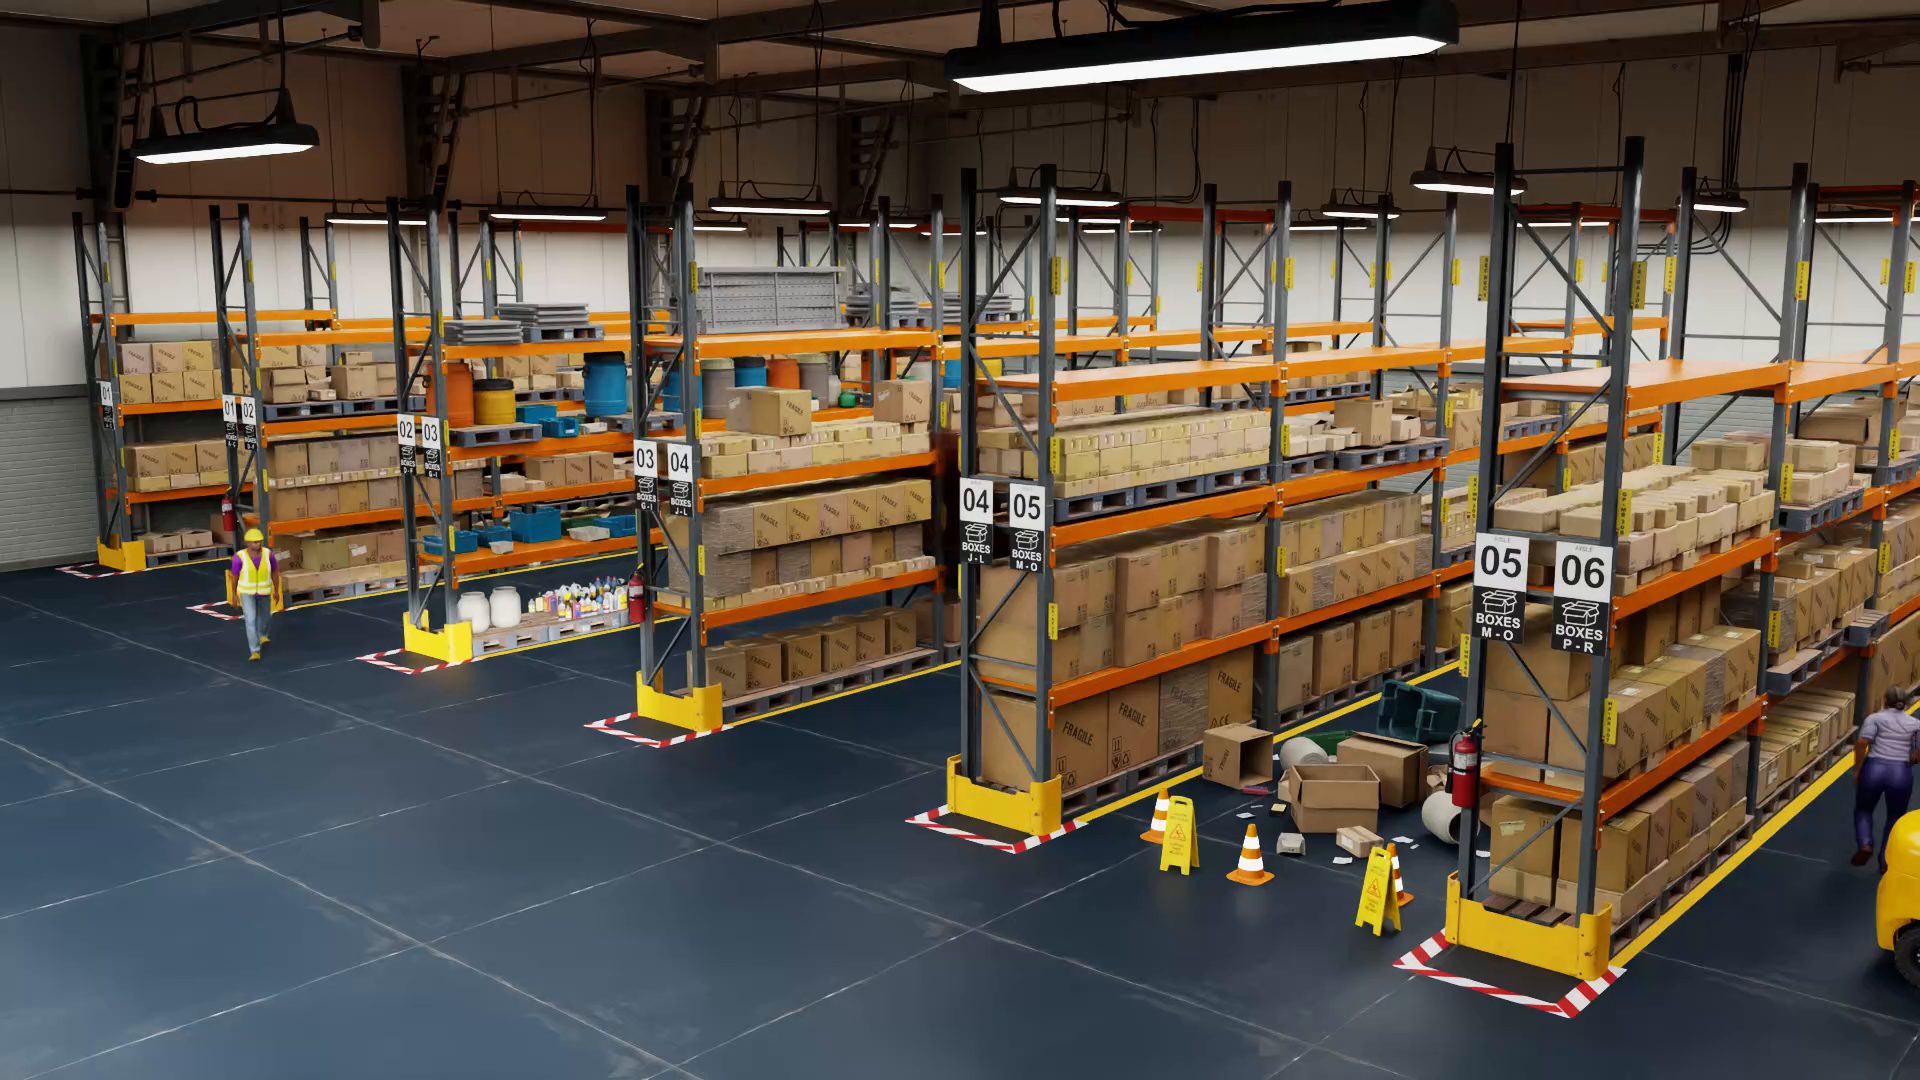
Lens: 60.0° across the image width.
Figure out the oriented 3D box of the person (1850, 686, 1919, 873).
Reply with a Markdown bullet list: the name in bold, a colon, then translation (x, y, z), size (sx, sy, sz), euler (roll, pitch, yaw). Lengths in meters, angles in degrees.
- **person**: translation (7.948, 2.064, 14.249), size (0.523, 1.558, 0.704), euler (6, 11, 31)

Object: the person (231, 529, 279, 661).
- **person**: translation (-9.324, 0.688, 22.006), size (0.589, 1.713, 1.098), euler (-5, 11, -29)

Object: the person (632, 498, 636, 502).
- **person**: translation (-6.622, -1.401, 34.455), size (0.490, 1.716, 0.565), euler (-4, 10, -21)
